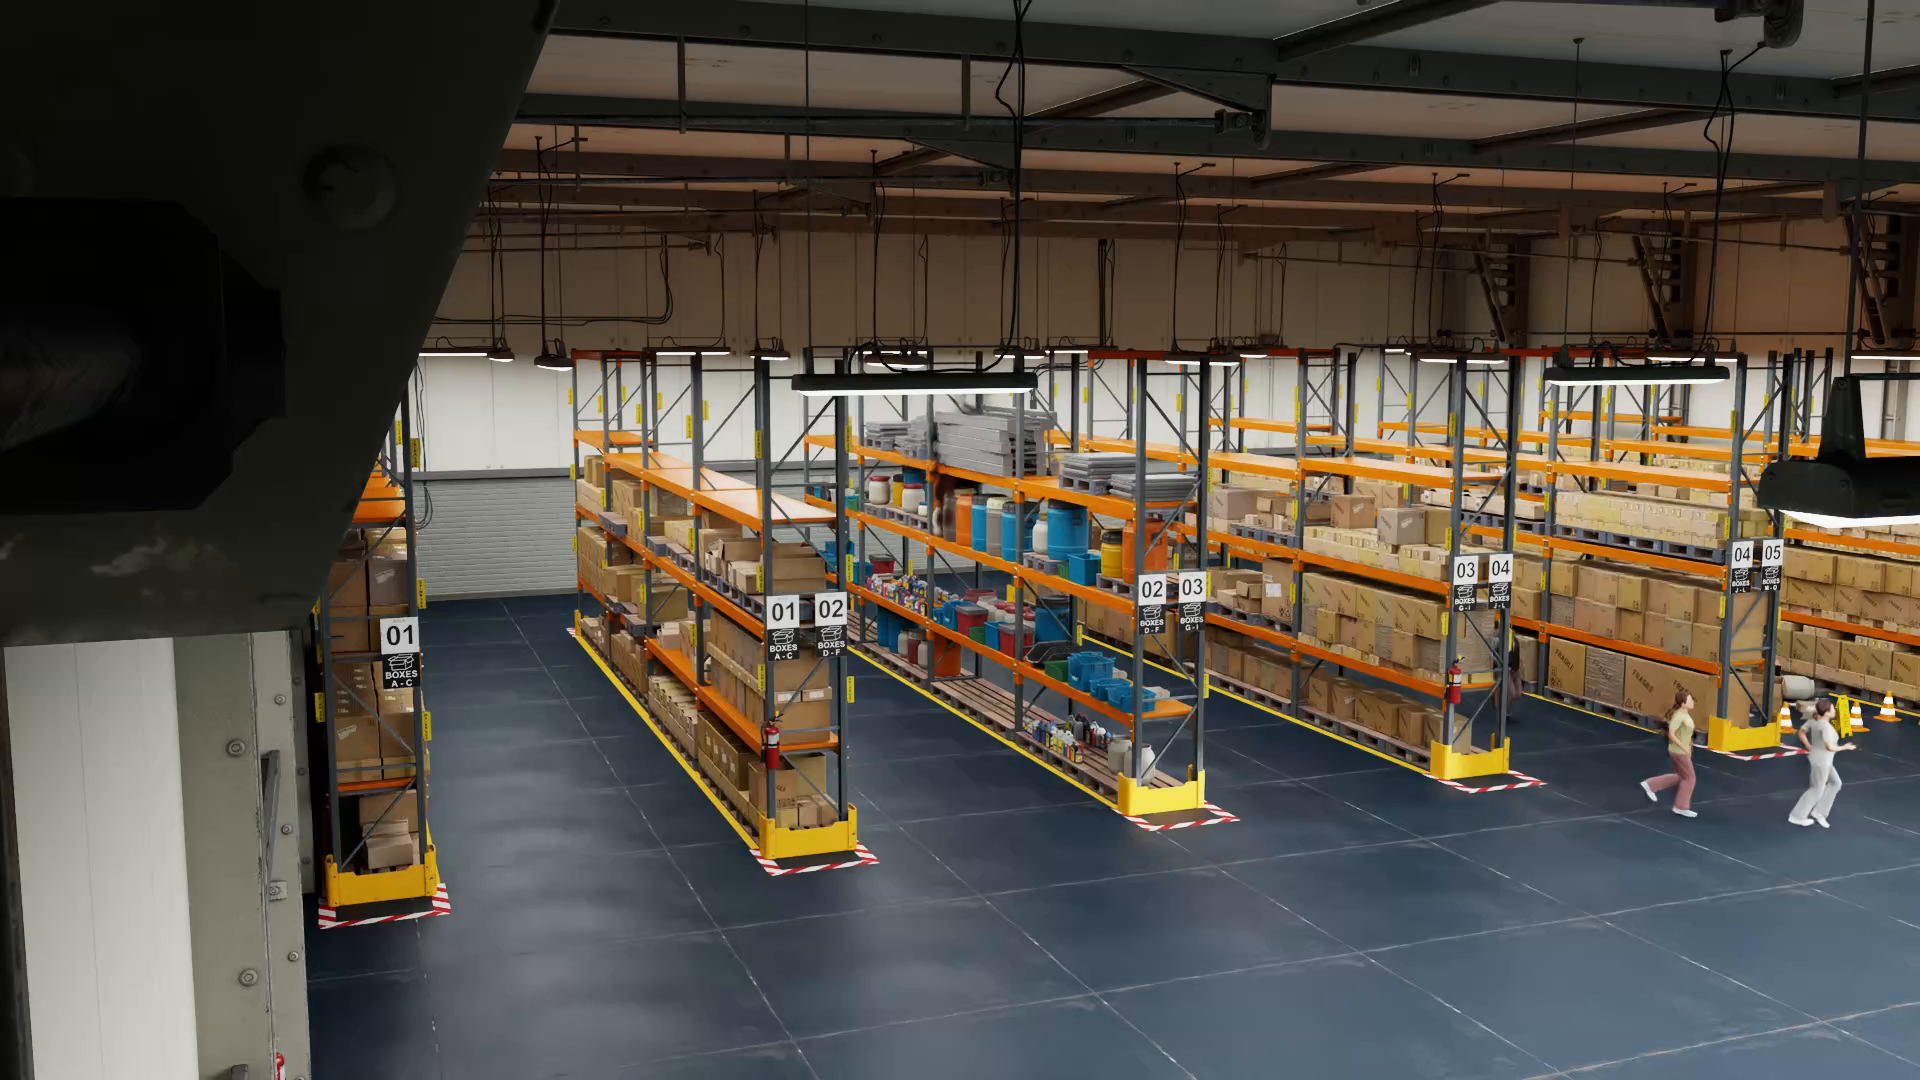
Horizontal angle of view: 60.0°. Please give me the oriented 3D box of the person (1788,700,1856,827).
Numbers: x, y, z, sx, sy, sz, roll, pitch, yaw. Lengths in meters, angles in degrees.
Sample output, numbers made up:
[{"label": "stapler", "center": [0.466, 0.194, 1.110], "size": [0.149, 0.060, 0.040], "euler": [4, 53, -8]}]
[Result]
[{"label": "person", "center": [11.026, 2.880, 21.273], "size": [0.733, 1.699, 0.523], "euler": [2, 7, 13]}]

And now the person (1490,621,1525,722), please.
[{"label": "person", "center": [8.916, 2.121, 27.231], "size": [0.660, 1.674, 0.626], "euler": [-4, 8, -29]}]

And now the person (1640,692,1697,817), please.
[{"label": "person", "center": [9.387, 2.802, 21.946], "size": [0.711, 1.669, 0.584], "euler": [3, 8, 24]}]
